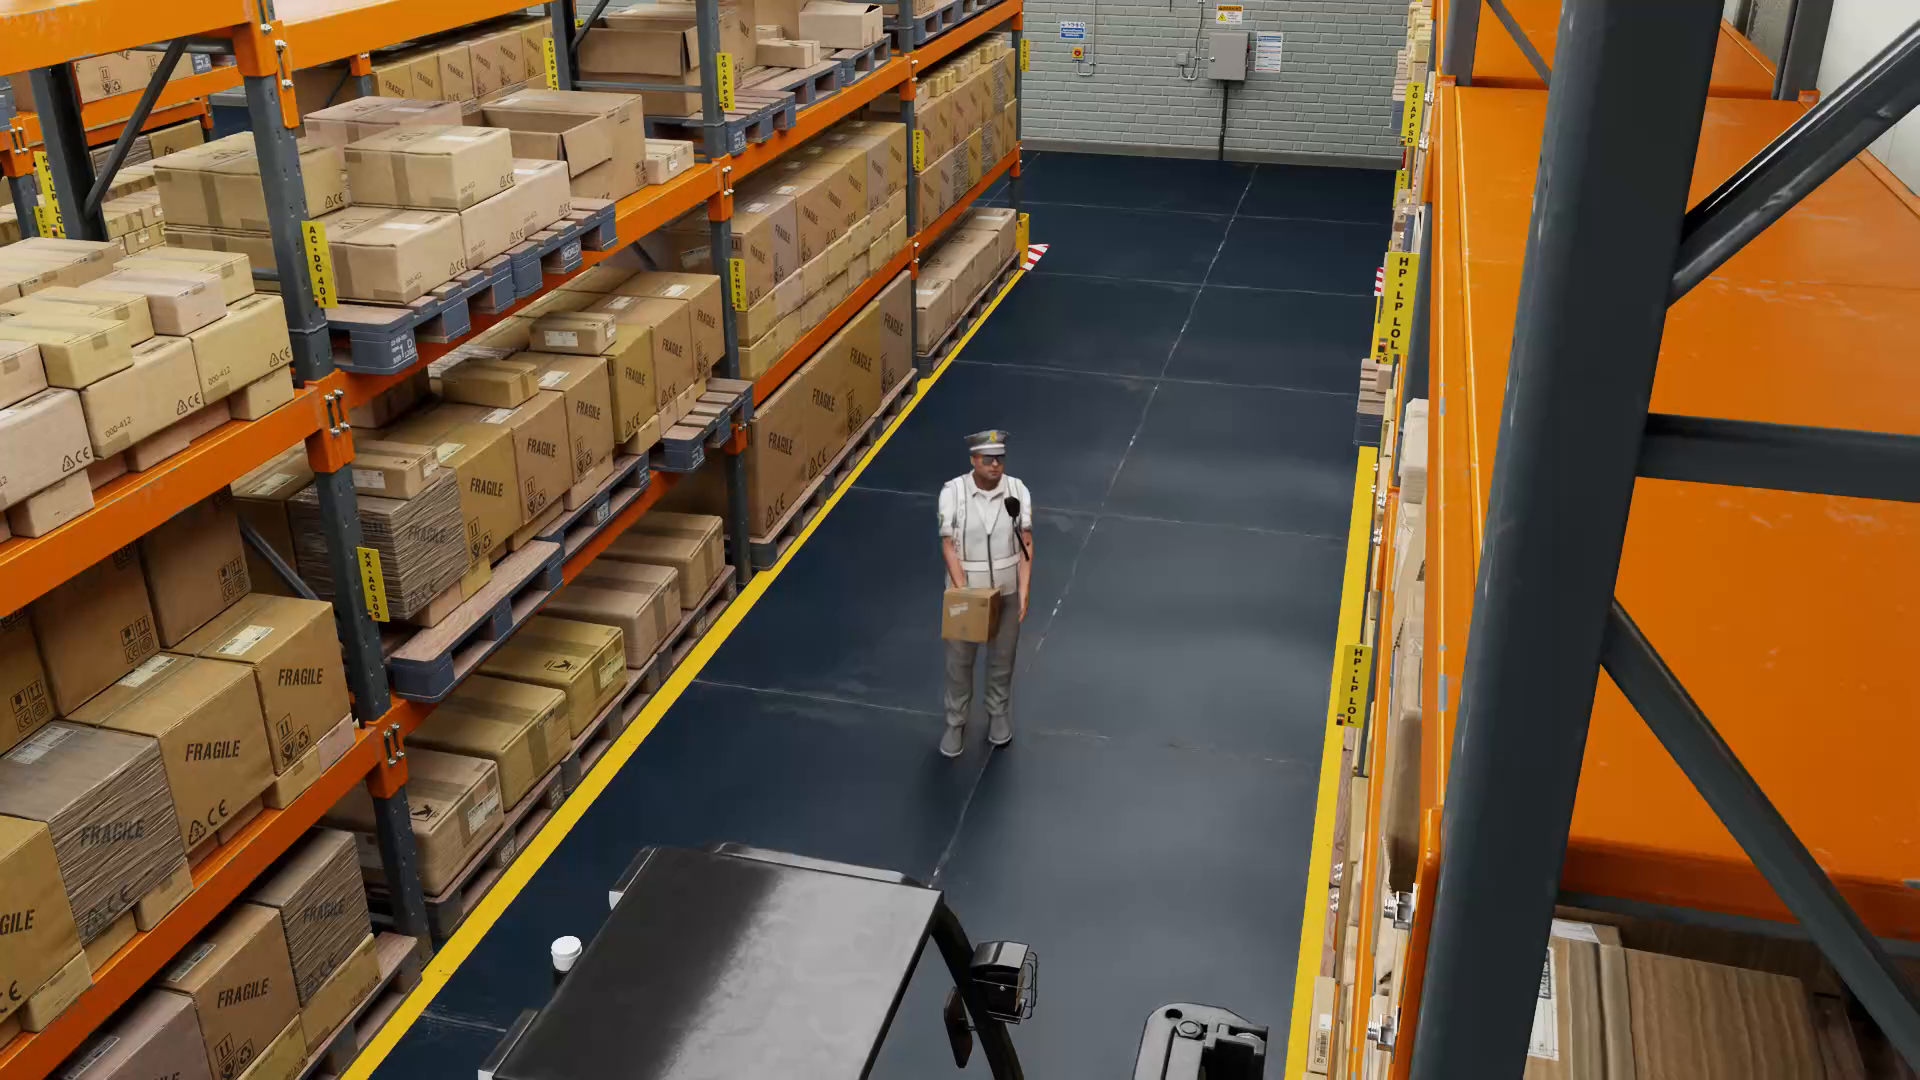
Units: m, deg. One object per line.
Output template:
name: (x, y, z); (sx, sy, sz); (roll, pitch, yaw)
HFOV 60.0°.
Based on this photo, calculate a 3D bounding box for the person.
person: (0.128, 0.268, 8.984); (0.572, 1.789, 0.518); (-6, 26, -13)
